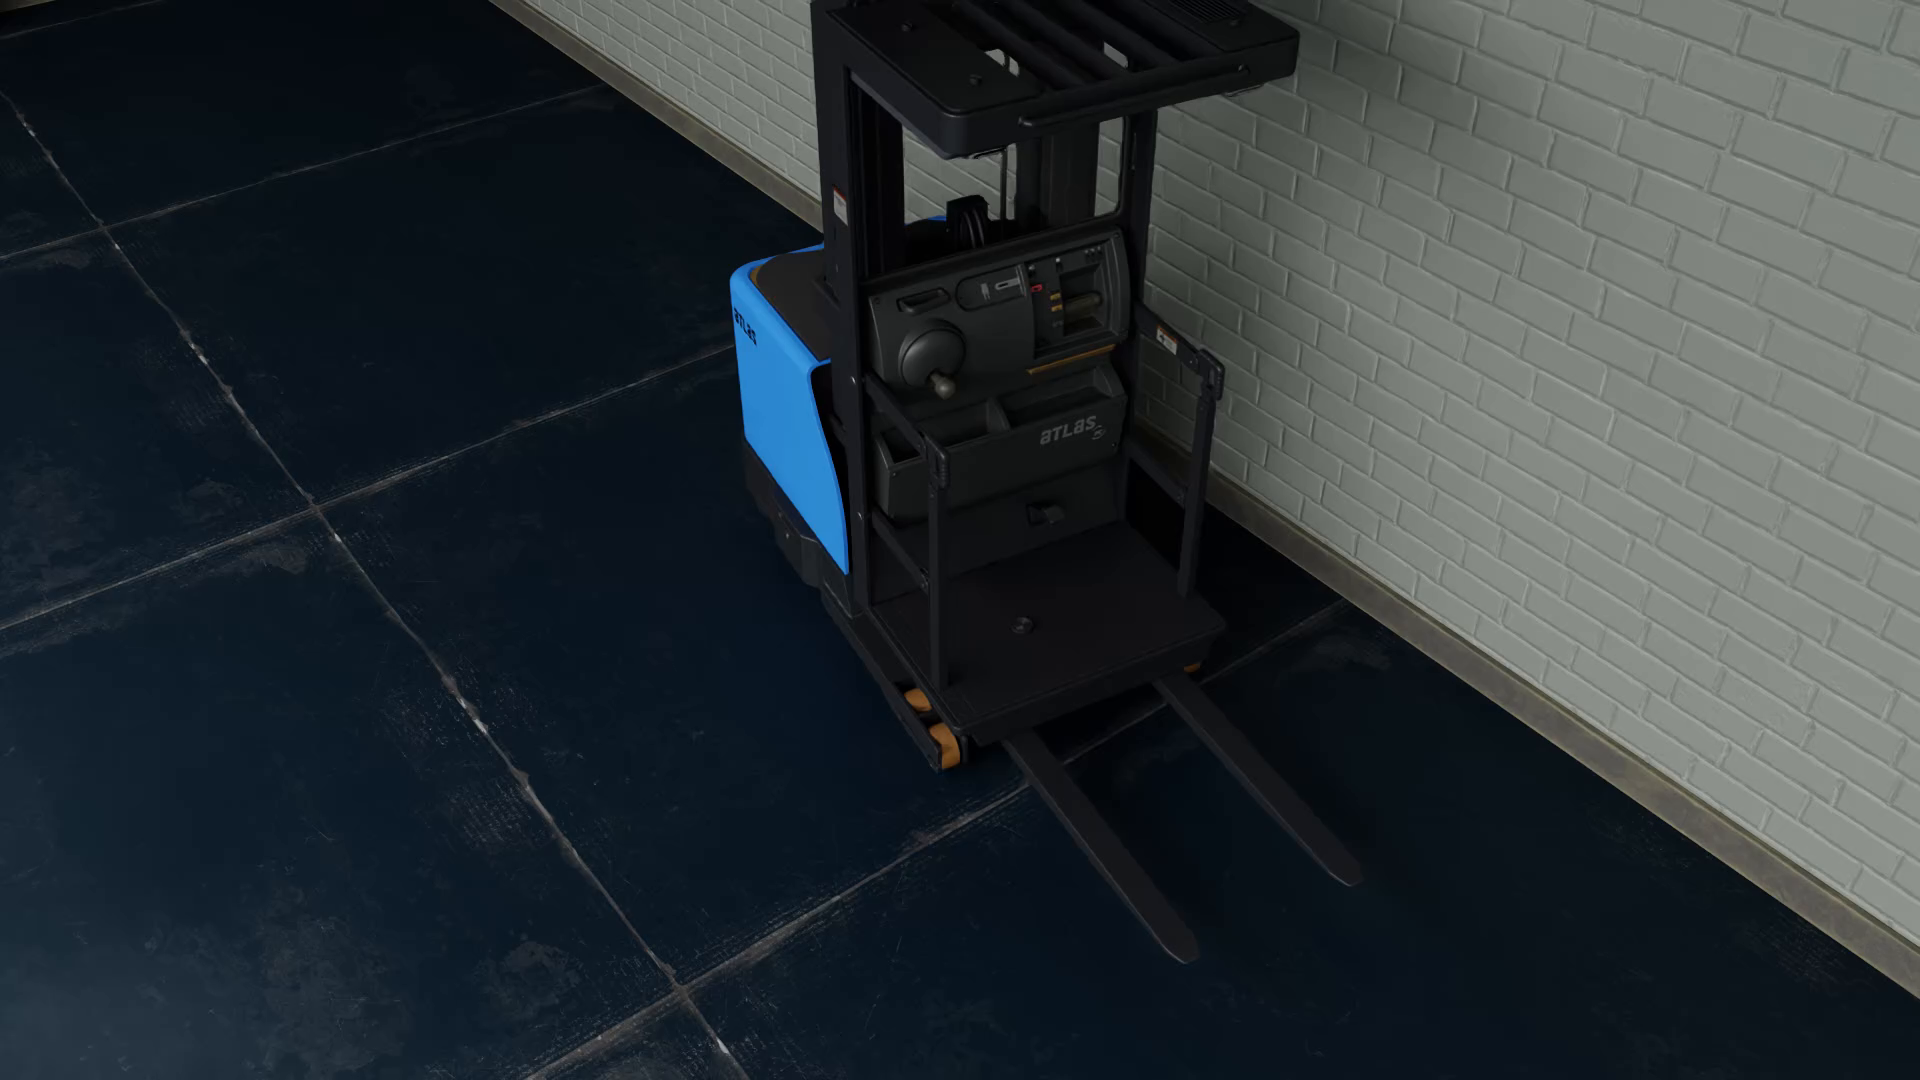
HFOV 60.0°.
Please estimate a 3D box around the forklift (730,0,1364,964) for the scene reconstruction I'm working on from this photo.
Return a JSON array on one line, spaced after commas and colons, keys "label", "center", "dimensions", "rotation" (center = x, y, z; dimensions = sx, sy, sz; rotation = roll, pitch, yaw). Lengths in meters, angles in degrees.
[{"label": "forklift", "center": [0.243, -0.663, 5.247], "dimensions": [1.130, 2.935, 3.031], "rotation": [-19, 43, -21]}]
